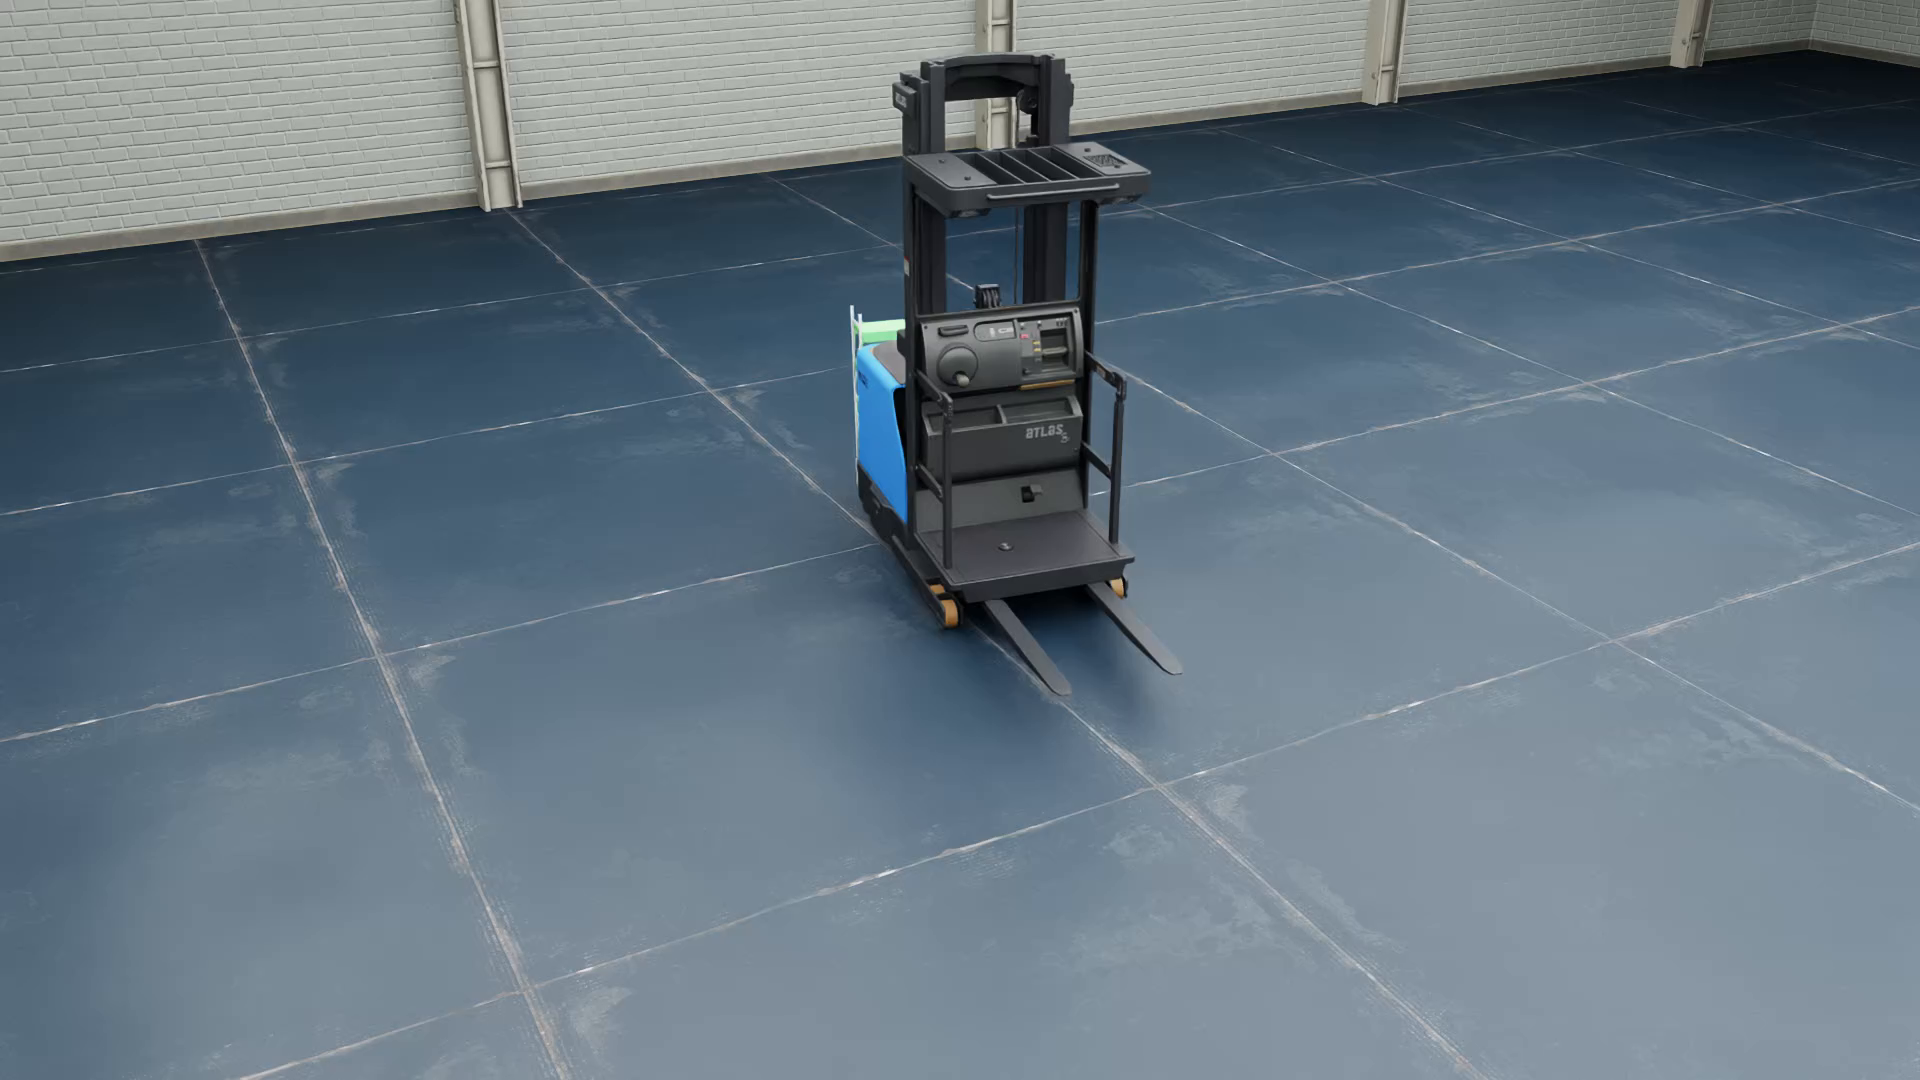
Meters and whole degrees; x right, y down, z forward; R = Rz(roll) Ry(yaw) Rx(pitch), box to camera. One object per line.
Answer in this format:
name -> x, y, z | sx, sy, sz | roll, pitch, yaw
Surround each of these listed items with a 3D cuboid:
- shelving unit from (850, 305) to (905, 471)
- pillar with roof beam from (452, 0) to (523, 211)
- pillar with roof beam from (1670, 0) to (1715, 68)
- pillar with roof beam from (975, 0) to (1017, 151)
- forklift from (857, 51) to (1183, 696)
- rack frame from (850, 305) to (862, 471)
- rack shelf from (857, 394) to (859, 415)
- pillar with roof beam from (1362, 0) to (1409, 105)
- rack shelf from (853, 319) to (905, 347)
shelving unit -> -0.413, -0.925, 10.773 | 0.503, 1.200, 0.258 | -7, 23, -15
pillar with roof beam -> -2.842, -5.953, 12.251 | 0.400, 9.000, 9.100 | -13, 29, -25
pillar with roof beam -> 13.040, -9.619, 19.887 | 0.400, 9.000, 9.100 | -13, 29, -25
pillar with roof beam -> 2.452, -7.175, 14.797 | 0.400, 9.000, 9.100 | -13, 29, -25
forklift -> 0.311, -1.025, 8.999 | 1.130, 2.935, 3.031 | -9, 27, -17
rack frame -> -0.647, -0.895, 10.710 | 0.015, 1.200, 0.240 | -7, 23, -15
rack shelf -> -0.412, -0.866, 10.797 | 0.480, 0.148, 0.258 | -7, 23, -15
pillar with roof beam -> 7.746, -8.397, 17.342 | 0.400, 9.000, 9.100 | -13, 29, -25
rack shelf -> -0.420, -1.311, 10.616 | 0.480, 0.148, 0.258 | -7, 23, -15
